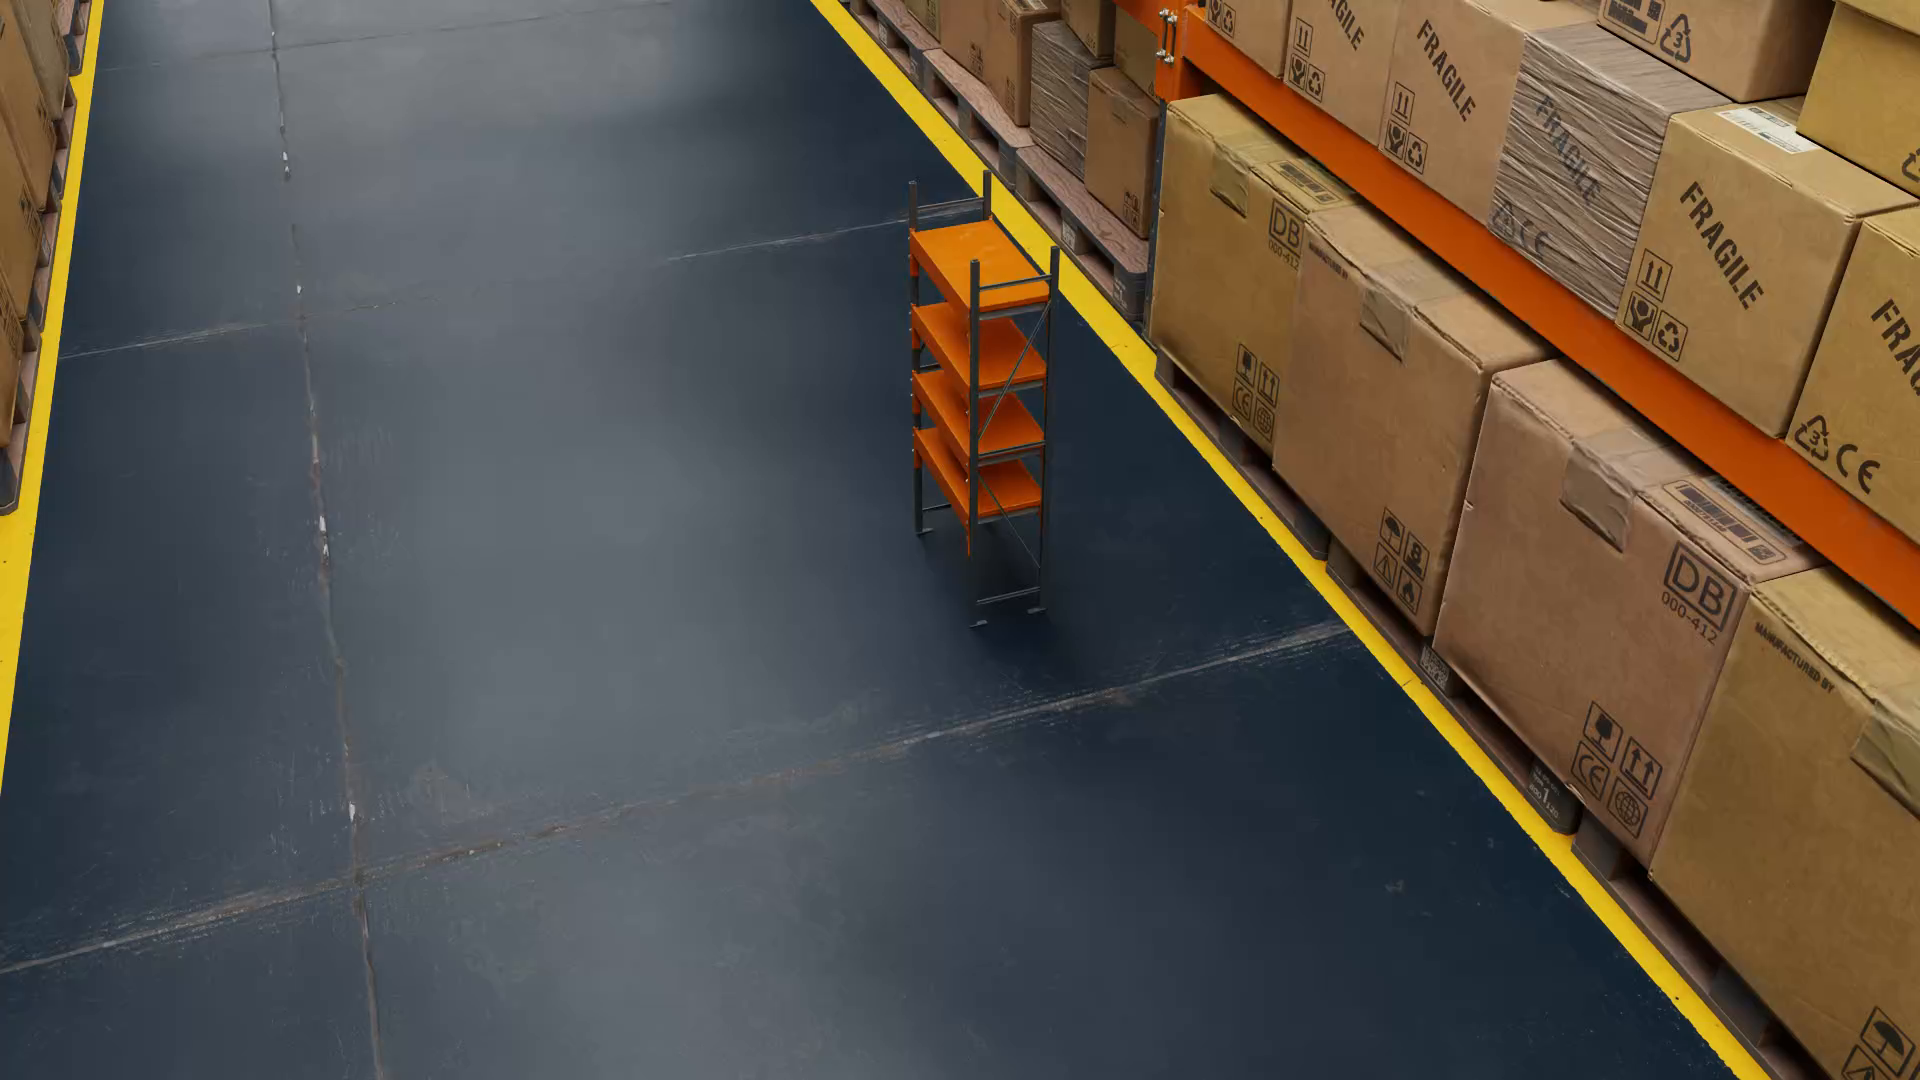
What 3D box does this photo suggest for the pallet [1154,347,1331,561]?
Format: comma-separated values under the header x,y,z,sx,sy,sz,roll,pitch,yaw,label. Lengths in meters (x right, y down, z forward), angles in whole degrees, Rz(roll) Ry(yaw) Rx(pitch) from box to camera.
x,y,z,sx,sy,sz,roll,pitch,yaw,label
1.374,-0.454,5.678,1.003,0.211,1.213,-12,39,-16,pallet

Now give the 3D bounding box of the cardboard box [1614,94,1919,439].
x,y,z,sx,sy,sz,roll,pitch,yaw,label
1.782,-0.592,3.459,0.500,0.500,0.500,-13,39,-16,cardboard box

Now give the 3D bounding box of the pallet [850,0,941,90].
x,y,z,sx,sy,sz,roll,pitch,yaw,label
0.066,-2.735,8.706,1.003,0.211,1.213,-12,39,-16,pallet

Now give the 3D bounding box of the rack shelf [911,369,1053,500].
x,y,z,sx,sy,sz,roll,pitch,yaw,label
0.057,-0.332,4.805,0.258,0.148,0.480,-12,39,-16,rack shelf

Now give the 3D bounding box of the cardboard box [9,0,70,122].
x,y,z,sx,sy,sz,roll,pitch,yaw,label
-4.597,-2.256,7.273,1.050,0.750,0.750,-13,39,-16,cardboard box

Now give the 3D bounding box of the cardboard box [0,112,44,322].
x,y,z,sx,sy,sz,roll,pitch,yaw,label
-3.948,-1.184,5.850,1.050,0.750,0.750,-12,39,-15,cardboard box

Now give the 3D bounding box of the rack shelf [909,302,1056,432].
x,y,z,sx,sy,sz,roll,pitch,yaw,label
0.057,-0.511,4.671,0.258,0.148,0.480,-12,39,-16,rack shelf

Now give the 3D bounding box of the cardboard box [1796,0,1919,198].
x,y,z,sx,sy,sz,roll,pitch,yaw,label
2.097,-0.959,3.114,0.797,0.503,0.637,-12,39,-15,cardboard box

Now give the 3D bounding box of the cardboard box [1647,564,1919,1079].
x,y,z,sx,sy,sz,roll,pitch,yaw,label
2.311,0.554,3.438,1.225,0.875,0.875,-12,39,-16,cardboard box

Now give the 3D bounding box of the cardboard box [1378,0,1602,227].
x,y,z,sx,sy,sz,roll,pitch,yaw,label
1.444,-1.159,4.212,0.500,0.500,0.500,-13,39,-17,cardboard box

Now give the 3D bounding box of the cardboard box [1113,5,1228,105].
x,y,z,sx,sy,sz,roll,pitch,yaw,label
0.914,-1.878,6.339,0.500,0.250,0.500,-11,38,-14,cardboard box

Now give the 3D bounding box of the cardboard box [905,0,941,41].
x,y,z,sx,sy,sz,roll,pitch,yaw,label
0.134,-2.841,8.241,0.700,0.500,0.500,-13,39,-16,cardboard box

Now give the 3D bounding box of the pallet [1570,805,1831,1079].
x,y,z,sx,sy,sz,roll,pitch,yaw,label
2.213,0.924,3.848,1.003,0.211,1.213,-12,39,-16,pallet

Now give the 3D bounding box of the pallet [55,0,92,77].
x,y,z,sx,sy,sz,roll,pitch,yaw,label
-5.083,-2.651,8.594,1.003,0.211,1.213,-12,39,-16,pallet

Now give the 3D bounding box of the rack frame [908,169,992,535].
x,y,z,sx,sy,sz,roll,pitch,yaw,label
-0.027,-0.524,4.948,0.240,1.200,0.015,-12,39,-16,rack frame

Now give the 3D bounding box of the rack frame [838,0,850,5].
x,y,z,sx,sy,sz,roll,pitch,yaw,label
-0.203,-4.289,8.451,1.000,3.000,0.127,-12,39,-16,rack frame

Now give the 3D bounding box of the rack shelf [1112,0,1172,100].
x,y,z,sx,sy,sz,roll,pitch,yaw,label
0.485,-2.872,7.167,1.077,0.370,4.000,-12,39,-16,rack shelf

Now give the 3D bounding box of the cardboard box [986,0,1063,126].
x,y,z,sx,sy,sz,roll,pitch,yaw,label
0.519,-2.210,7.403,0.700,0.500,0.500,-9,38,-12,cardboard box

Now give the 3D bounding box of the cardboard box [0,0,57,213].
x,y,z,sx,sy,sz,roll,pitch,yaw,label
-4.269,-1.710,6.548,1.050,0.750,0.750,-12,39,-16,cardboard box

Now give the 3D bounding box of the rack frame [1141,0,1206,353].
x,y,z,sx,sy,sz,roll,pitch,yaw,label
1.173,-2.029,5.451,1.000,3.000,0.127,-12,39,-16,rack frame

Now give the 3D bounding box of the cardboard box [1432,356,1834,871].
x,y,z,sx,sy,sz,roll,pitch,yaw,label
2.002,0.049,4.108,1.225,0.875,0.875,-14,39,-18,cardboard box

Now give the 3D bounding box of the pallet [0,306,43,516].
x,y,z,sx,sy,sz,roll,pitch,yaw,label
-3.719,-0.406,5.614,1.003,0.211,1.213,-12,39,-16,pallet

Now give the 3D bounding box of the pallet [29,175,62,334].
x,y,z,sx,sy,sz,roll,pitch,yaw,label
-4.135,-1.095,6.528,1.003,0.211,1.213,-12,39,-16,pallet

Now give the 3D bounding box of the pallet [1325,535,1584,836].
x,y,z,sx,sy,sz,roll,pitch,yaw,label
1.790,0.234,4.764,1.003,0.211,1.213,-12,39,-16,pallet

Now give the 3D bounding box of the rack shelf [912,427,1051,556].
x,y,z,sx,sy,sz,roll,pitch,yaw,label
0.057,-0.173,4.925,0.258,0.148,0.480,-12,39,-16,rack shelf

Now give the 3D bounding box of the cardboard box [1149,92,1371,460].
x,y,z,sx,sy,sz,roll,pitch,yaw,label
1.391,-0.954,5.440,1.225,0.875,0.875,-14,39,-18,cardboard box

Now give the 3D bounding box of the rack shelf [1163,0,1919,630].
x,y,z,sx,sy,sz,roll,pitch,yaw,label
1.861,-0.612,4.167,1.077,0.370,4.000,-12,39,-16,rack shelf

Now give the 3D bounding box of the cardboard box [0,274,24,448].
x,y,z,sx,sy,sz,roll,pitch,yaw,label
-3.644,-0.691,5.195,1.050,0.750,0.750,-13,39,-17,cardboard box

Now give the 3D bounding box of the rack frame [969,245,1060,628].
x,y,z,sx,sy,sz,roll,pitch,yaw,label
0.141,-0.248,4.582,0.240,1.200,0.015,-12,39,-16,rack frame

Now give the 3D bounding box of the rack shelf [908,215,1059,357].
x,y,z,sx,sy,sz,roll,pitch,yaw,label
0.057,-0.700,4.528,0.258,0.148,0.480,-12,39,-16,rack shelf

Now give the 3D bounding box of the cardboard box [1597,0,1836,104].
x,y,z,sx,sy,sz,roll,pitch,yaw,label
1.868,-1.307,3.575,0.797,0.503,0.637,-11,38,-14,cardboard box

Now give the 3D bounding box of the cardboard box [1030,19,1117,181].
x,y,z,sx,sy,sz,roll,pitch,yaw,label
0.721,-1.891,6.980,0.700,0.500,0.500,-16,40,-20,cardboard box

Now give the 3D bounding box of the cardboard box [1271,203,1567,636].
x,y,z,sx,sy,sz,roll,pitch,yaw,label
1.691,-0.449,4.770,1.225,0.875,0.875,-12,39,-16,cardboard box

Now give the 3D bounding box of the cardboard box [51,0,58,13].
x,y,z,sx,sy,sz,roll,pitch,yaw,label
-5.046,-3.008,8.167,0.875,0.875,0.875,-12,39,-15,cardboard box

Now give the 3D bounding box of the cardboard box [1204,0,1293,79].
x,y,z,sx,sy,sz,roll,pitch,yaw,label
1.085,-1.738,4.981,0.500,0.500,0.500,-11,38,-15,cardboard box

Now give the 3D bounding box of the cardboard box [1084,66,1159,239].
x,y,z,sx,sy,sz,roll,pitch,yaw,label
0.924,-1.581,6.567,0.700,0.500,0.500,-14,39,-18,cardboard box

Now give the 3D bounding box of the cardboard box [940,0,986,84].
x,y,z,sx,sy,sz,roll,pitch,yaw,label
0.327,-2.525,7.822,0.700,0.500,0.500,-16,40,-20,cardboard box

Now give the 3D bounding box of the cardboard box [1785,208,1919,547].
x,y,z,sx,sy,sz,roll,pitch,yaw,label
1.968,-0.298,3.069,0.500,0.500,0.500,-11,38,-15,cardboard box

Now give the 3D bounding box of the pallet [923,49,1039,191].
x,y,z,sx,sy,sz,roll,pitch,yaw,label
0.490,-2.045,7.790,1.003,0.211,1.213,-12,39,-16,pallet

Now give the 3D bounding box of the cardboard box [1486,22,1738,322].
x,y,z,sx,sy,sz,roll,pitch,yaw,label
1.614,-0.876,3.836,0.500,0.500,0.500,-12,39,-16,cardboard box

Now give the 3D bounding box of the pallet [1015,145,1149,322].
x,y,z,sx,sy,sz,roll,pitch,yaw,label
0.906,-1.357,6.876,1.003,0.211,1.213,-12,39,-16,pallet

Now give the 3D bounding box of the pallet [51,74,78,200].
x,y,z,sx,sy,sz,roll,pitch,yaw,label
-4.559,-1.785,7.444,1.003,0.211,1.213,-12,39,-16,pallet

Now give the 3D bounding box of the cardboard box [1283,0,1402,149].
x,y,z,sx,sy,sz,roll,pitch,yaw,label
1.265,-1.447,4.595,0.500,0.500,0.500,-13,39,-17,cardboard box

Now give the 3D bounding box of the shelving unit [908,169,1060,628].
x,y,z,sx,sy,sz,roll,pitch,yaw,label
0.057,-0.386,4.765,0.258,1.200,0.503,-12,39,-16,shelving unit

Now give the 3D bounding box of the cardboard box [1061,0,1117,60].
x,y,z,sx,sy,sz,roll,pitch,yaw,label
0.722,-2.176,6.734,0.500,0.250,0.500,-8,38,-11,cardboard box
